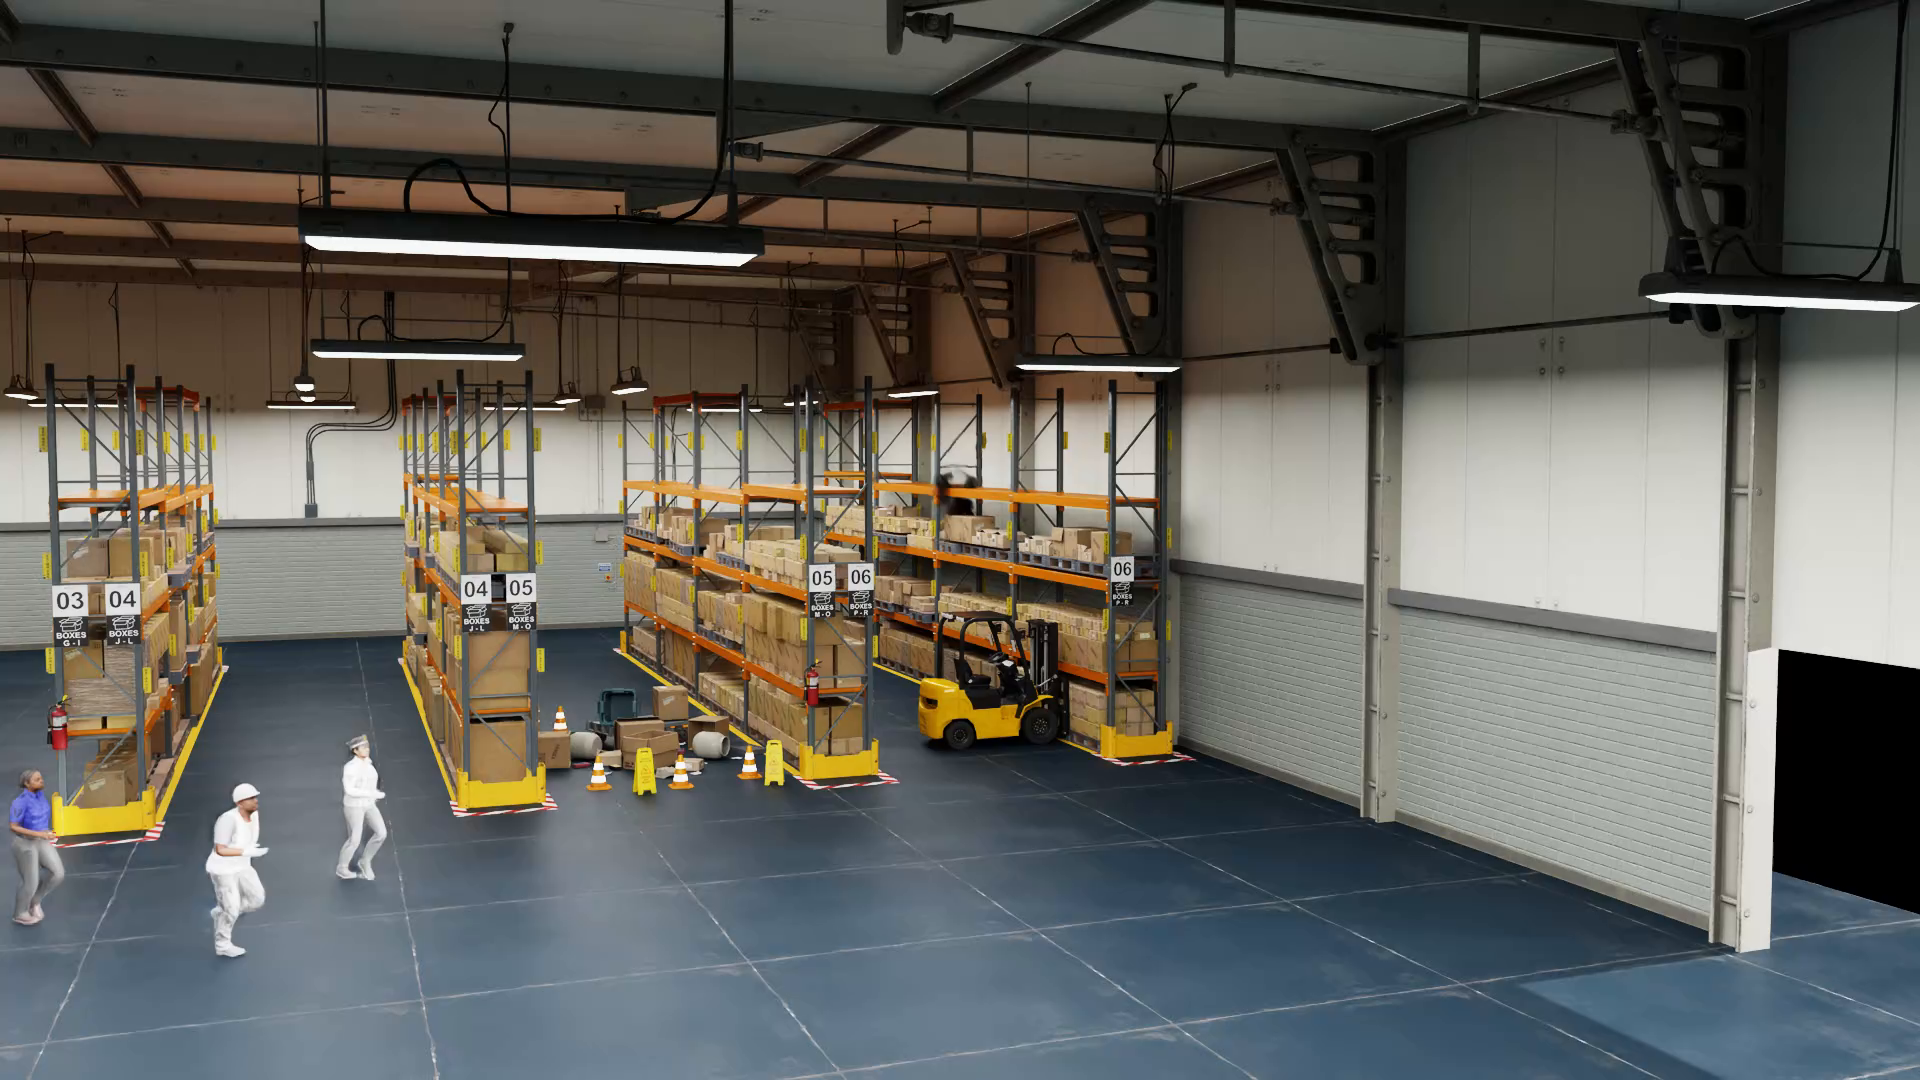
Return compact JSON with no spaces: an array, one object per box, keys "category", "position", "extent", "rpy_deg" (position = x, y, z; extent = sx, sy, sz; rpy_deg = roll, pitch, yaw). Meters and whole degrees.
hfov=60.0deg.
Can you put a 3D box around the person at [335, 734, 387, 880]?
[{"category":"person","position":[-6.814,3.060,18.977],"extent":[0.674,1.714,0.628],"rpy_deg":[1,3,17]}]

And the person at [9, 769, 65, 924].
[{"category":"person","position":[-9.566,3.185,17.236],"extent":[0.577,1.608,0.586],"rpy_deg":[1,3,9]}]

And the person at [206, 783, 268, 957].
[{"category":"person","position":[-6.990,3.204,16.148],"extent":[0.723,1.707,0.658],"rpy_deg":[1,3,15]}]
